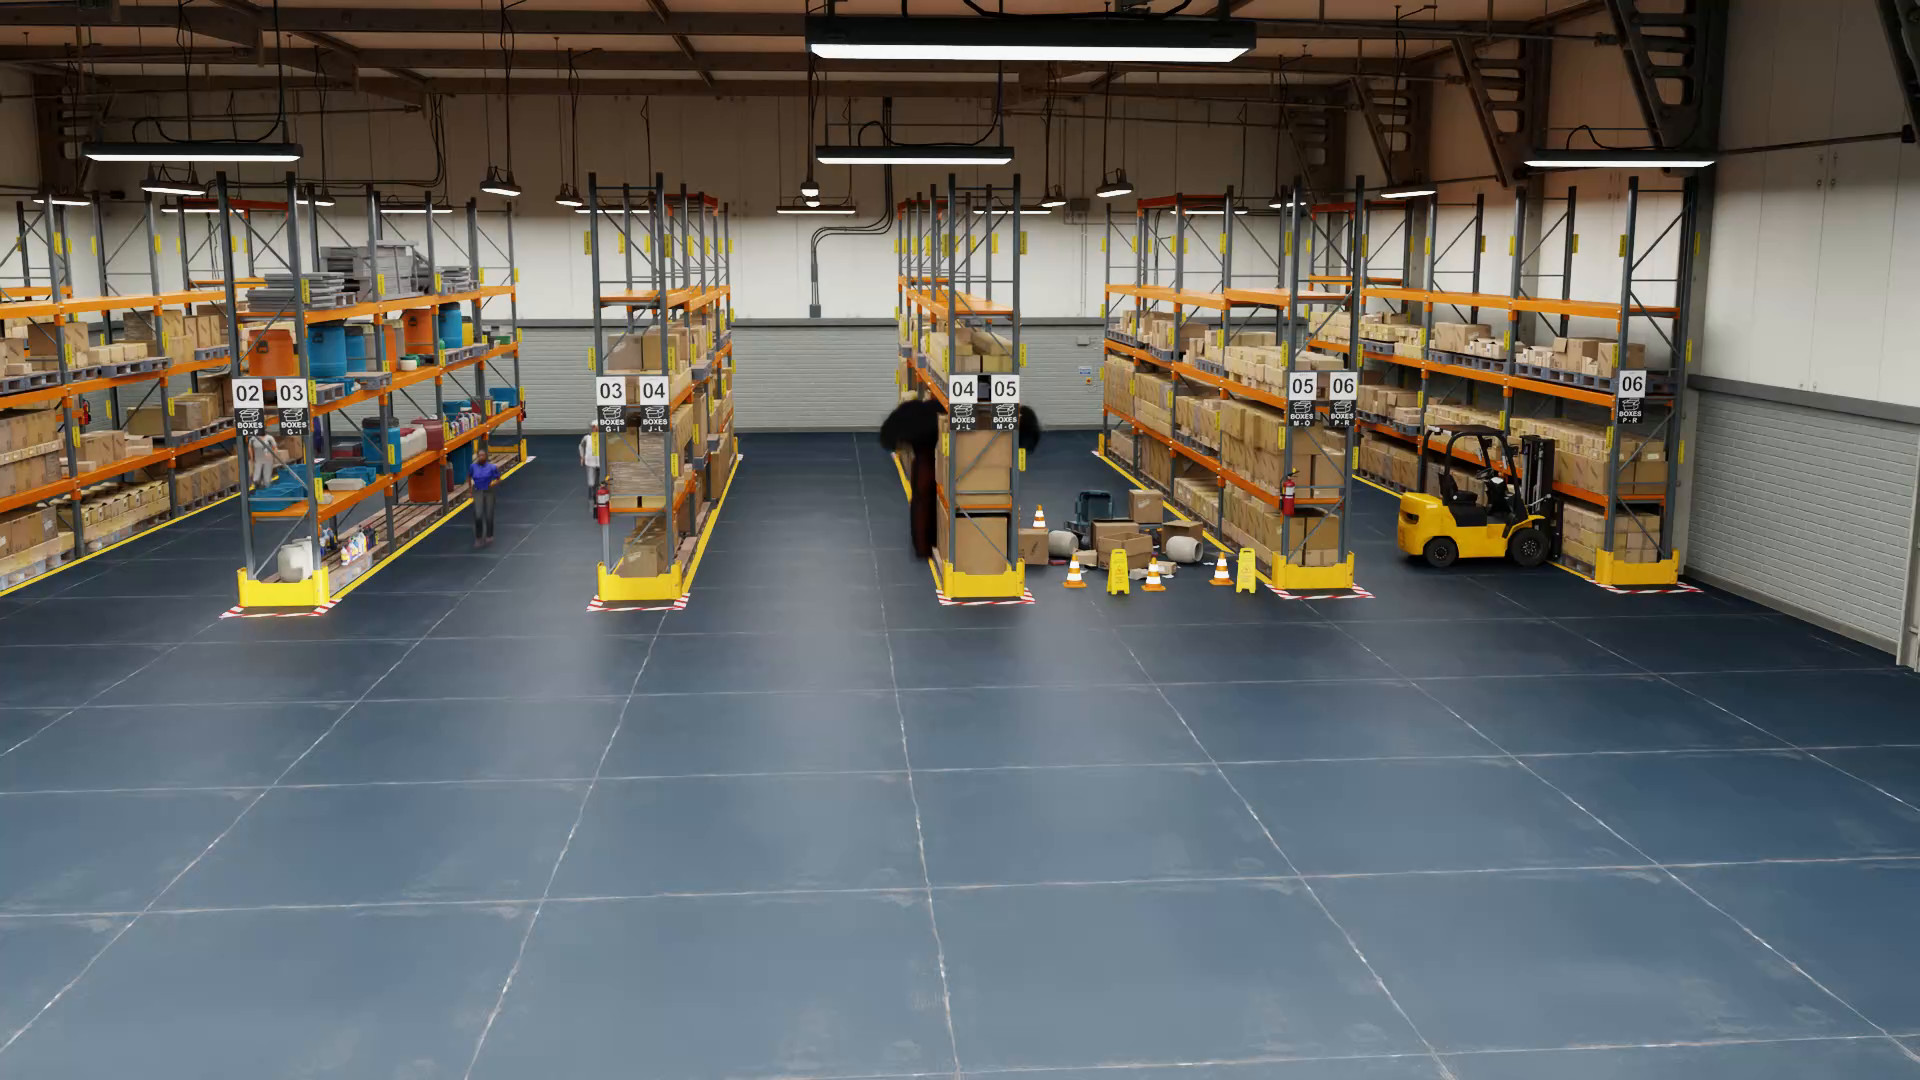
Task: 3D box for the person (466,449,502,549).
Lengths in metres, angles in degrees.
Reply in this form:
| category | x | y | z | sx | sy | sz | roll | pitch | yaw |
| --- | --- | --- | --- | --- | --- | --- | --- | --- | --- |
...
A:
| category | x | y | z | sx | sy | sz | roll | pitch | yaw |
| --- | --- | --- | --- | --- | --- | --- | --- | --- | --- |
| person | -7.990 | -0.695 | 27.949 | 0.587 | 1.690 | 0.721 | -2 | 10 | -11 |

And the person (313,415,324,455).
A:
| category | x | y | z | sx | sy | sz | roll | pitch | yaw |
| --- | --- | --- | --- | --- | --- | --- | --- | --- | --- |
| person | -15.874 | -2.927 | 40.584 | 0.608 | 1.691 | 0.901 | -9 | 13 | -41 |

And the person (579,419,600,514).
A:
| category | x | y | z | sx | sy | sz | roll | pitch | yaw |
| --- | --- | --- | --- | --- | --- | --- | --- | --- | --- |
| person | -6.885 | -1.389 | 31.498 | 0.643 | 1.801 | 0.726 | -2 | 10 | -10 |

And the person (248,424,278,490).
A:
| category | x | y | z | sx | sy | sz | roll | pitch | yaw |
| --- | --- | --- | --- | --- | --- | --- | --- | --- | --- |
| person | -13.539 | -1.460 | 32.297 | 0.578 | 1.614 | 0.630 | -2 | 10 | -12 |
